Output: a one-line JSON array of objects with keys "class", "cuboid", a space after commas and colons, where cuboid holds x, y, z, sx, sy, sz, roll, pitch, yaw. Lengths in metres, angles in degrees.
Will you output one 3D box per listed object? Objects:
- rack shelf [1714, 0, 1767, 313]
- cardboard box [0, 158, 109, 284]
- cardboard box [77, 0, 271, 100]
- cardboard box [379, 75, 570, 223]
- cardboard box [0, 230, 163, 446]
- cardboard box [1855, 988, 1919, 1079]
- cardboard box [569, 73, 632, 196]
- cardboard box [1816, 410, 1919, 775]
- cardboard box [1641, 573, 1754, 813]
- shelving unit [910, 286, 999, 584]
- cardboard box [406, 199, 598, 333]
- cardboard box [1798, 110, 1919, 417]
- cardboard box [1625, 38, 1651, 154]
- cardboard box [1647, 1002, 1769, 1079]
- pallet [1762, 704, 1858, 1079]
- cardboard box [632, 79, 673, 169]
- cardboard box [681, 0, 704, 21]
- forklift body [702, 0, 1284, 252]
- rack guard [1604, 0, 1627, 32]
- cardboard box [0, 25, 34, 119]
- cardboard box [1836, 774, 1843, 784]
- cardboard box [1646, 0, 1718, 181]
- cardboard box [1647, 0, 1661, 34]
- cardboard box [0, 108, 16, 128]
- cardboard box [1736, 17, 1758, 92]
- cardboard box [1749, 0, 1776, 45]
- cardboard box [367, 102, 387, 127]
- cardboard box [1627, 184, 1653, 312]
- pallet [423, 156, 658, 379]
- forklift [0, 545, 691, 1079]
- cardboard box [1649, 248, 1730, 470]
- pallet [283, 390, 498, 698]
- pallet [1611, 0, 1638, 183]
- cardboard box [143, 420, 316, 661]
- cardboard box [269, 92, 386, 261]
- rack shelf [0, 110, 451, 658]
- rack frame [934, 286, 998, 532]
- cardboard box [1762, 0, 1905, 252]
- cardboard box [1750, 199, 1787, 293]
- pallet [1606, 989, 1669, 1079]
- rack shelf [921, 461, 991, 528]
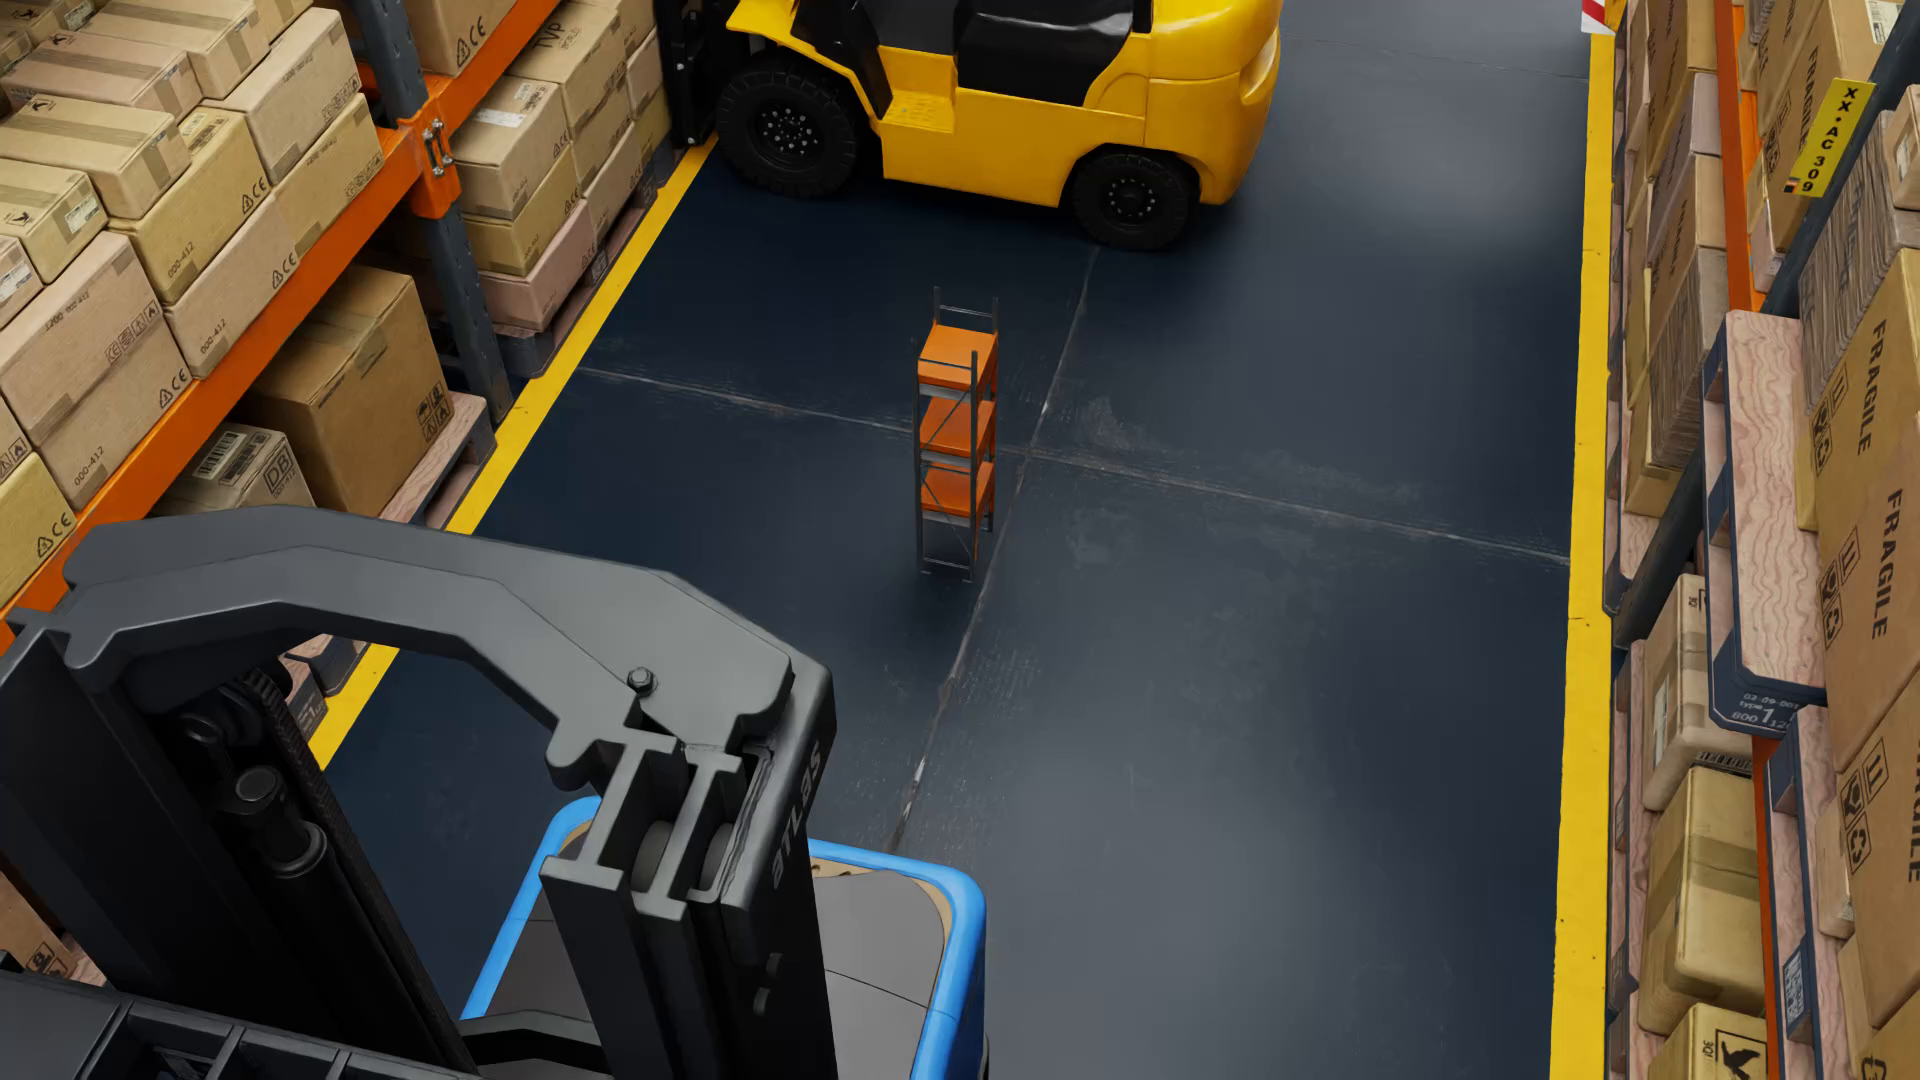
[{"class": "rack shelf", "cuboid": [3.157, -1.791, 5.810, 1.077, 0.370, 4.000, 12, 50, 10]}, {"class": "cardboard box", "cuboid": [-2.271, -0.765, 3.925, 0.380, 0.149, 0.250, 10, 49, 9]}, {"class": "cardboard box", "cuboid": [-2.085, -1.325, 4.420, 0.380, 0.149, 0.250, 11, 49, 9]}, {"class": "cardboard box", "cuboid": [-1.729, -1.407, 5.878, 0.500, 0.250, 0.500, 11, 49, 9]}, {"class": "cardboard box", "cuboid": [-2.310, -0.527, 3.981, 0.500, 0.250, 0.500, 12, 50, 11]}, {"class": "cardboard box", "cuboid": [1.687, 0.916, 2.396, 0.500, 0.500, 0.500, 9, 49, 7]}, {"class": "cardboard box", "cuboid": [-1.603, -1.607, 6.388, 0.500, 0.250, 0.500, 11, 50, 10]}, {"class": "cardboard box", "cuboid": [1.956, 0.147, 3.074, 0.500, 0.500, 0.500, 11, 50, 10]}, {"class": "cardboard box", "cuboid": [2.495, 0.528, 4.756, 0.950, 0.372, 0.625, 12, 50, 11]}, {"class": "shelving unit", "cuboid": [-0.014, -0.309, 5.322, 0.215, 1.050, 0.252, 12, 50, 10]}, {"class": "cardboard box", "cuboid": [-1.712, -1.072, 6.250, 0.500, 0.250, 0.500, 12, 50, 10]}, {"class": "cardboard box", "cuboid": [2.231, -0.570, 3.707, 0.500, 0.500, 0.500, 13, 50, 11]}, {"class": "cardboard box", "cuboid": [3.063, -1.808, 6.899, 0.500, 0.250, 0.500, 13, 50, 11]}, {"class": "cardboard box", "cuboid": [2.128, 1.552, 3.852, 0.950, 0.372, 0.625, 13, 50, 11]}, {"class": "pallet", "cuboid": [2.060, 0.935, 3.052, 1.003, 0.211, 1.213, 12, 50, 10]}, {"class": "cardboard box", "cuboid": [-1.473, -1.818, 6.907, 0.500, 0.250, 0.500, 12, 50, 11]}, {"class": "cardboard box", "cuboid": [-1.325, -2.333, 7.029, 0.500, 0.250, 0.500, 11, 50, 10]}, {"class": "forklift body", "cuboid": [0.155, -2.440, 6.469, 2.313, 2.155, 1.214, 12, 50, 10]}, {"class": "rack guard", "cuboid": [3.664, -2.593, 7.705, 1.175, 0.500, 0.348, 12, 50, 10]}, {"class": "cardboard box", "cuboid": [-2.646, -1.230, 4.336, 0.380, 0.149, 0.250, 11, 50, 10]}, {"class": "cardboard box", "cuboid": [1.931, 0.455, 3.235, 0.380, 0.149, 0.250, 12, 50, 10]}, {"class": "cardboard box", "cuboid": [2.926, -1.666, 6.273, 0.500, 0.500, 0.500, 12, 50, 11]}, {"class": "cardboard box", "cuboid": [3.199, -2.406, 6.927, 0.500, 0.500, 0.500, 10, 49, 9]}, {"class": "cardboard box", "cuboid": [-2.682, -0.997, 4.396, 0.500, 0.250, 0.500, 11, 50, 10]}, {"class": "cardboard box", "cuboid": [2.686, -1.527, 5.265, 0.380, 0.149, 0.250, 11, 49, 9]}, {"class": "cardboard box", "cuboid": [2.769, -1.834, 5.103, 0.500, 0.500, 0.500, 13, 50, 11]}, {"class": "cardboard box", "cuboid": [-2.216, -1.513, 5.972, 0.500, 0.250, 0.500, 12, 50, 11]}, {"class": "cardboard box", "cuboid": [2.796, -1.046, 6.226, 0.500, 0.250, 0.500, 12, 50, 11]}, {"class": "pallet", "cuboid": [-1.909, -1.203, 6.671, 1.003, 0.211, 1.213, 12, 50, 10]}, {"class": "forklift", "cuboid": [-0.765, 1.474, 2.494, 1.121, 2.935, 3.031, 10, 49, 9]}, {"class": "cardboard box", "cuboid": [2.528, -0.540, 5.280, 0.500, 0.500, 0.500, 11, 49, 10]}, {"class": "pallet", "cuboid": [-2.315, -0.096, 5.693, 1.003, 0.211, 1.213, 12, 50, 10]}, {"class": "pallet", "cuboid": [3.416, -1.917, 7.301, 1.003, 0.211, 1.213, 12, 50, 10]}, {"class": "cardboard box", "cuboid": [-2.497, 0.027, 5.029, 0.875, 0.625, 0.625, 11, 50, 10]}, {"class": "cardboard box", "cuboid": [-2.039, -1.093, 4.814, 0.500, 0.250, 0.500, 13, 50, 11]}, {"class": "rack shelf", "cuboid": [-2.685, 0.126, 4.118, 1.077, 0.370, 4.000, 12, 50, 10]}, {"class": "rack frame", "cuboid": [0.018, -0.397, 5.400, 0.200, 1.050, 0.008, 12, 50, 10]}, {"class": "cardboard box", "cuboid": [2.508, -1.084, 4.441, 0.500, 0.500, 0.500, 10, 49, 9]}, {"class": "cardboard box", "cuboid": [2.422, -0.792, 4.615, 0.380, 0.149, 0.250, 11, 50, 10]}, {"class": "pallet", "cuboid": [2.108, 1.789, 4.030, 1.003, 0.211, 1.213, 12, 50, 10]}, {"class": "rack shelf", "cuboid": [-0.014, -0.163, 5.487, 0.184, 0.087, 0.229, 12, 50, 10]}]
